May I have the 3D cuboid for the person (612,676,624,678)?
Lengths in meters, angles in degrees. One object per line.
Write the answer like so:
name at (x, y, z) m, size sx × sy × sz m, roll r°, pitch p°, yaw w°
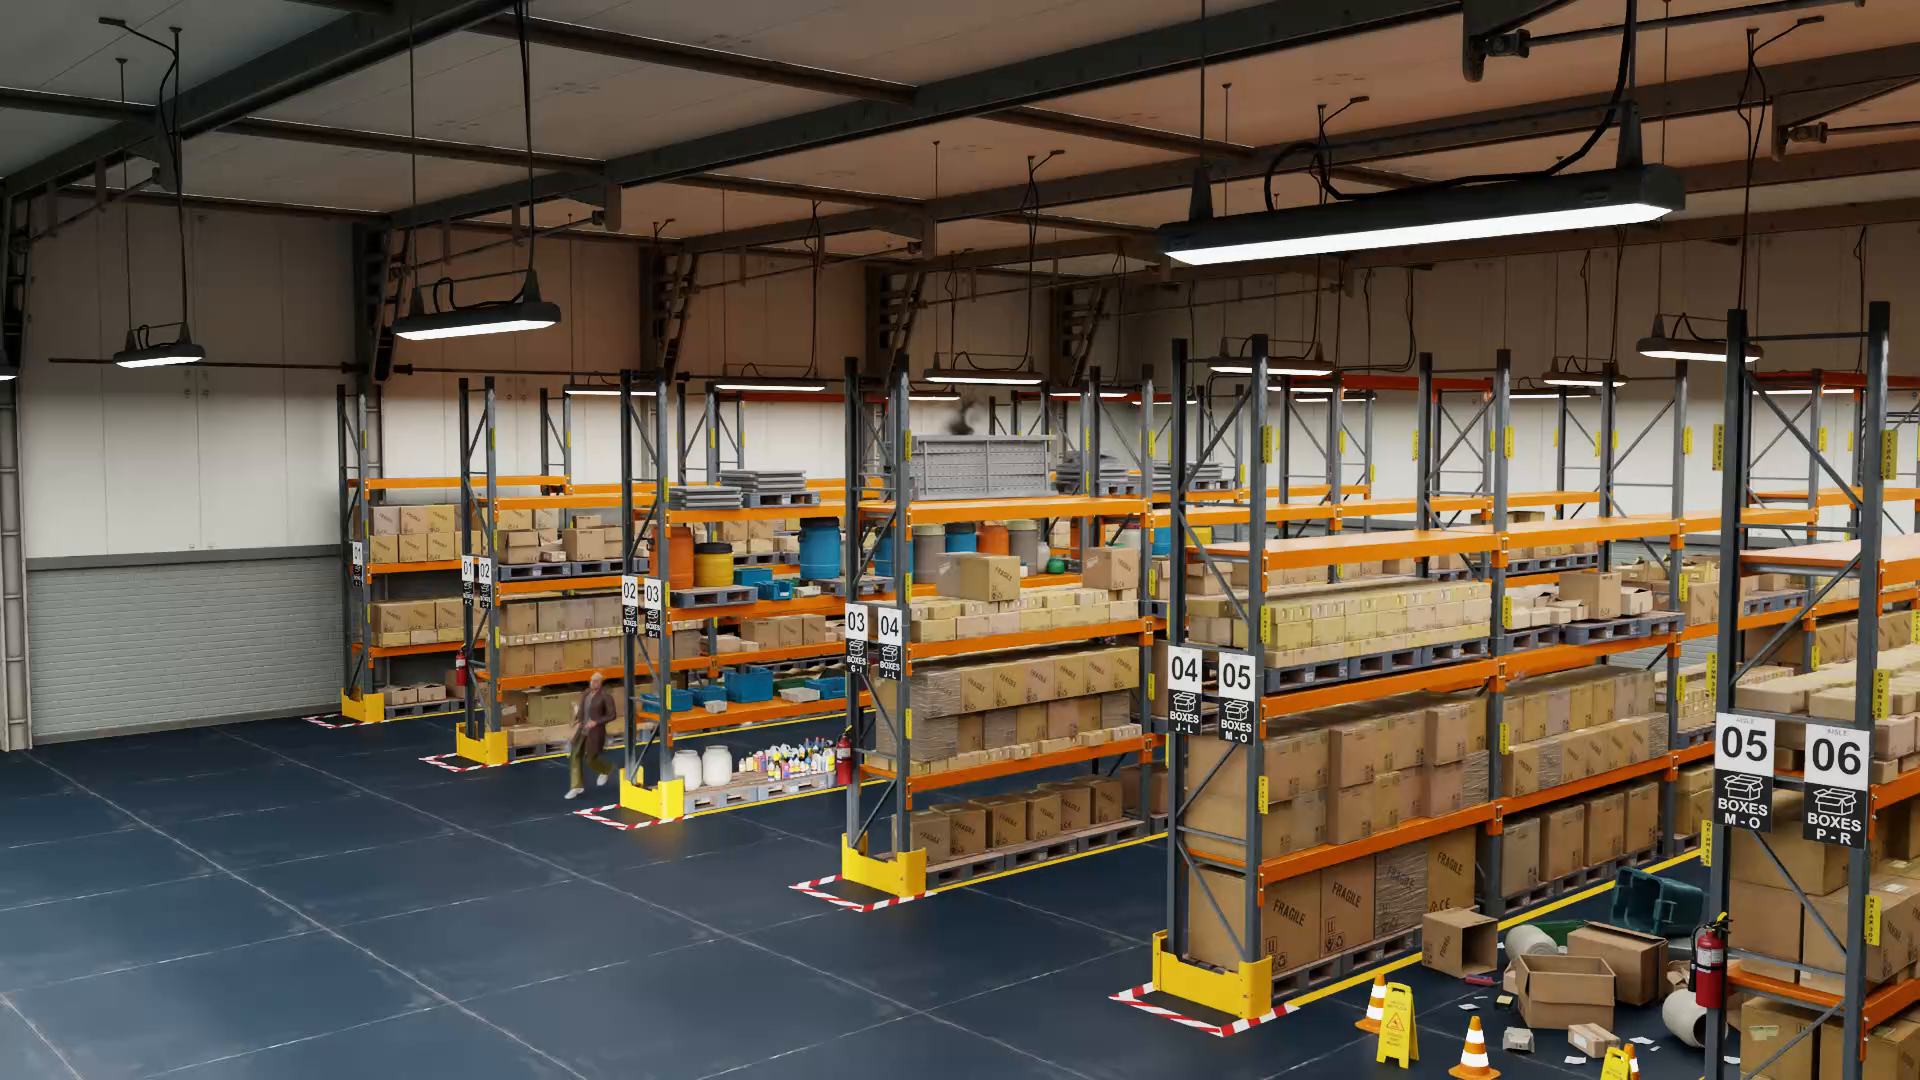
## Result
person at (-6.126, 2.296, 30.121) m, size 0.710 × 1.747 × 0.968 m, roll 3°, pitch 5°, yaw 40°

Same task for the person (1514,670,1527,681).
person at (8.219, 2.705, 24.452) m, size 0.675 × 1.724 × 0.642 m, roll 3°, pitch 5°, yaw 36°

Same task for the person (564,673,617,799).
person at (-5.187, 2.760, 23.618) m, size 0.751 × 1.771 × 0.913 m, roll 2°, pitch 4°, yaw 29°
